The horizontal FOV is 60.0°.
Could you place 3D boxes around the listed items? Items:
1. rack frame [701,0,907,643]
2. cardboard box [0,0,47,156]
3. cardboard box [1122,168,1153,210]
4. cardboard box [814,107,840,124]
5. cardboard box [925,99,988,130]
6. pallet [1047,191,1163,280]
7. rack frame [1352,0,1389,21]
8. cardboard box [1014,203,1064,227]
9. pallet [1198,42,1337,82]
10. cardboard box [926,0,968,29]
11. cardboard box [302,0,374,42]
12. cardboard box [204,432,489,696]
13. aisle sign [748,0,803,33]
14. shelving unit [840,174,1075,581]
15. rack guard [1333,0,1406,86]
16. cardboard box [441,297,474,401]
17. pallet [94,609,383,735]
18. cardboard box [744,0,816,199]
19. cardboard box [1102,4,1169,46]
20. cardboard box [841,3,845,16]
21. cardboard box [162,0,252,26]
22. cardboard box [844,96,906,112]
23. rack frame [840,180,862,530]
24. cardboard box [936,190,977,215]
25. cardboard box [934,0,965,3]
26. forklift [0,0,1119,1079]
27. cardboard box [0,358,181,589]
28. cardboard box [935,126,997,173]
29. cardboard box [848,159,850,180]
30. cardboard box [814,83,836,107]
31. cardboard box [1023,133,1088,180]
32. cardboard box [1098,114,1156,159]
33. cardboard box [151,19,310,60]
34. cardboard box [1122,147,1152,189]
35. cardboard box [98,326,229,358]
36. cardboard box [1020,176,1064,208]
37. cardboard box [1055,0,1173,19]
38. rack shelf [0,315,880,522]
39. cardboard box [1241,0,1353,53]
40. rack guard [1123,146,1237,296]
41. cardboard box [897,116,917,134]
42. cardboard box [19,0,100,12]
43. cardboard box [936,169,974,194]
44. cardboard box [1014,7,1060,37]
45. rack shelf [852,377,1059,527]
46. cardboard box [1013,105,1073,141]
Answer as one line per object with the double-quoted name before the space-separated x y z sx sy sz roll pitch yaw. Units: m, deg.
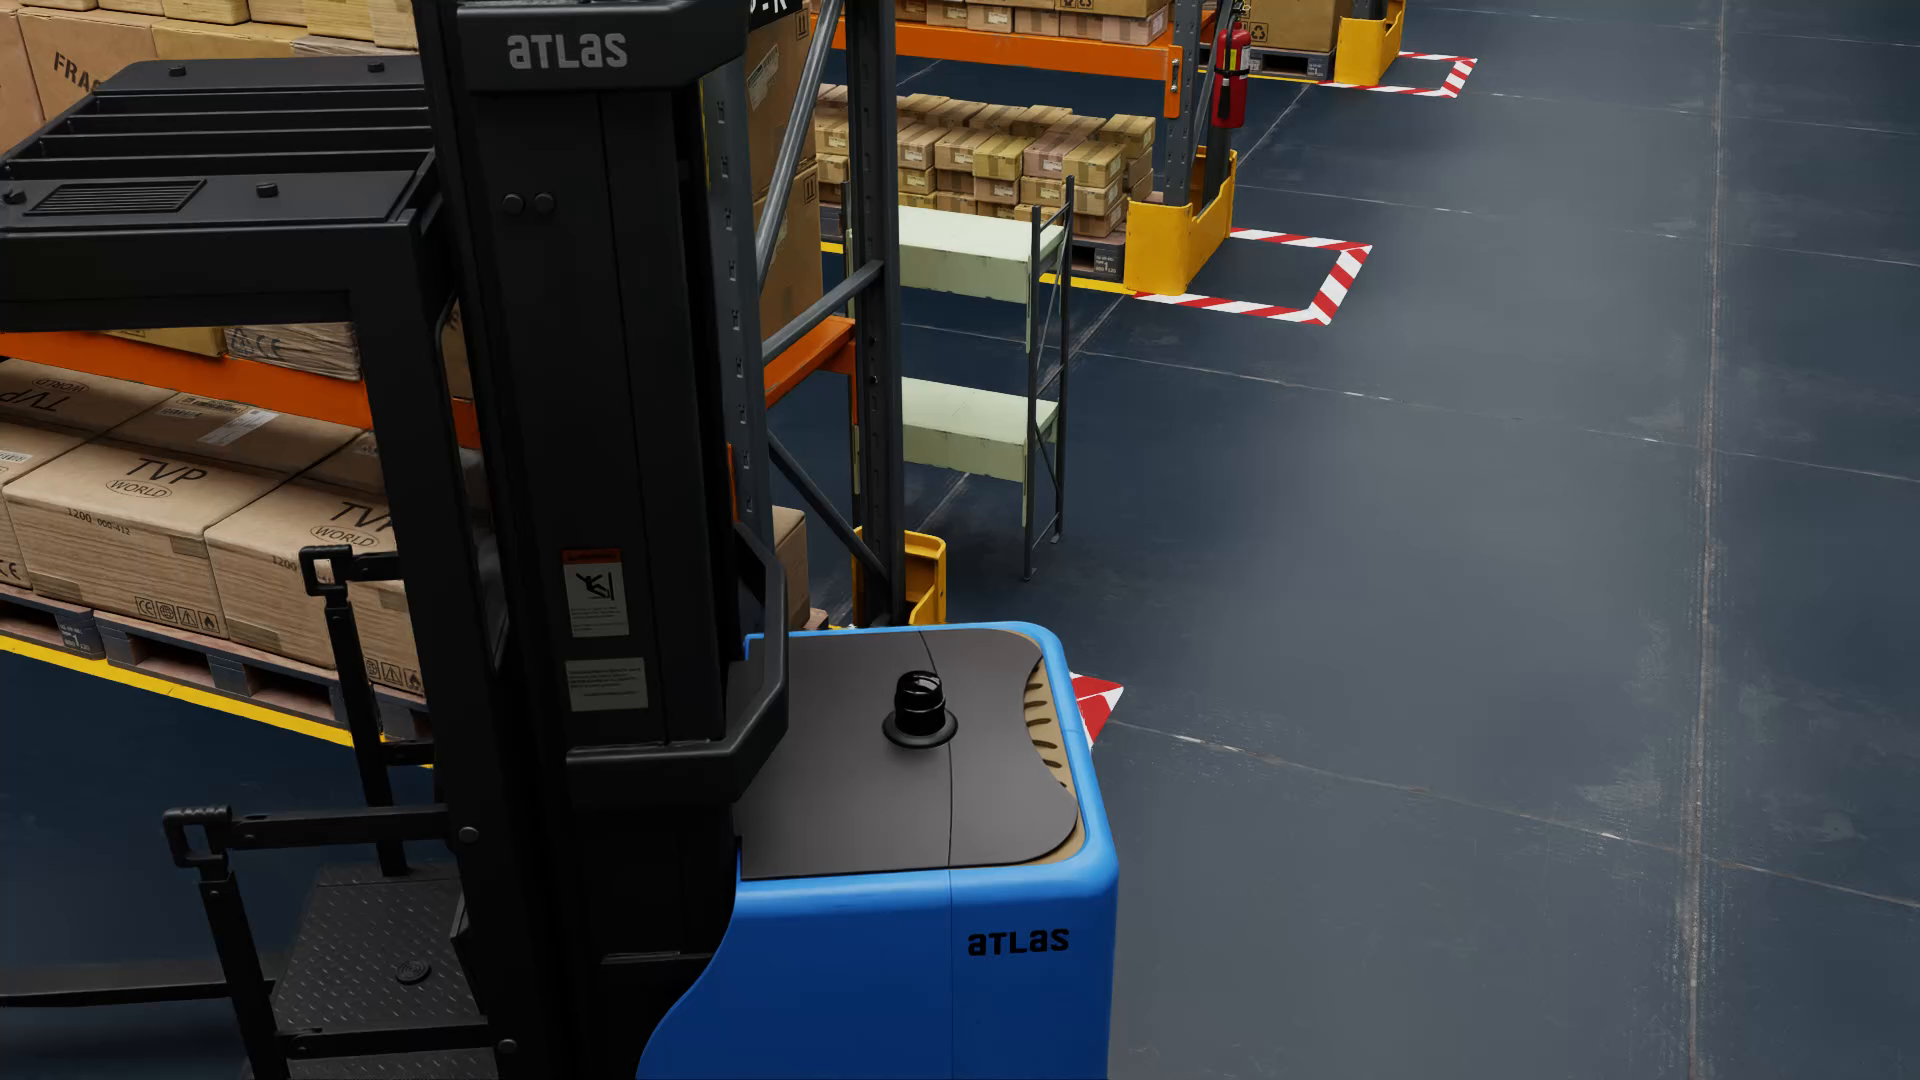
"rack frame" -0.430 -0.641 4.835 0.127 3.000 1.000 11 31 19
"cardboard box" -2.850 -1.465 5.175 0.500 0.500 0.500 12 32 20
"cardboard box" 0.972 -2.101 9.889 0.250 0.149 0.380 12 32 20
"cardboard box" -0.903 -2.462 9.923 0.250 0.149 0.380 10 31 17
"cardboard box" -0.021 -2.534 10.050 0.250 0.149 0.380 13 32 21
"pallet" 0.527 -1.883 9.867 1.213 0.211 1.003 11 31 19
"rack frame" 3.296 -5.159 12.829 0.127 3.000 1.000 11 31 19
"cardboard box" 0.495 -1.862 9.466 0.250 0.149 0.380 12 32 21
"pallet" 2.525 -4.057 13.714 1.213 0.211 1.003 11 31 19
"cardboard box" -0.004 -2.940 9.158 0.250 0.149 0.380 10 31 17
"cardboard box" -1.571 -1.488 4.557 0.250 0.149 0.380 12 32 20
"cardboard box" -1.931 0.050 5.790 0.875 0.438 0.875 12 32 20
"aisle sign" -0.480 -1.618 3.922 0.004 0.787 0.394 11 31 19
"shelving unit" -0.006 -0.654 6.383 0.755 1.500 0.431 11 31 19
"rack guard" 3.318 -4.067 13.437 0.348 0.500 1.175 11 31 19
"cardboard box" -1.436 -0.752 4.931 0.500 0.500 0.500 11 31 18
"pallet" -2.327 0.235 6.120 1.213 0.211 1.003 11 31 19
"cardboard box" -0.768 -1.338 4.951 0.500 0.500 0.500 11 31 18
"cardboard box" 0.929 -2.738 8.802 0.250 0.149 0.380 11 31 19
"cardboard box" -0.484 -3.059 9.368 0.250 0.149 0.380 12 32 20
"cardboard box" -2.041 -1.588 4.734 0.250 0.149 0.380 12 32 20
"cardboard box" -0.516 -2.606 10.178 0.250 0.149 0.380 11 31 19
"rack frame" -0.345 -0.722 6.503 0.023 1.500 0.400 11 31 19
"cardboard box" 0.048 -1.990 9.692 0.250 0.149 0.380 12 31 20
"cardboard box" -0.125 -3.242 9.034 0.500 0.500 0.500 11 31 19
"forklift" -1.202 0.156 3.495 3.031 2.935 1.130 -3 30 -4
"cardboard box" -3.595 -0.283 6.379 0.875 0.438 0.875 11 31 18
"cardboard box" 0.036 -2.239 9.529 0.250 0.149 0.380 10 31 17
"cardboard box" -0.457 -2.196 9.755 0.250 0.149 0.380 13 32 22
"cardboard box" -0.960 -2.746 10.426 0.250 0.149 0.380 10 31 17
"cardboard box" 0.540 -2.172 9.410 0.250 0.149 0.380 12 32 20
"cardboard box" 0.979 -2.369 9.759 0.250 0.149 0.380 10 31 17
"cardboard box" -1.919 -1.276 4.842 0.500 0.500 0.500 11 31 19
"cardboard box" 0.948 -2.202 9.765 0.250 0.149 0.380 13 32 21
"cardboard box" -2.400 -0.933 5.250 0.500 0.500 0.500 12 32 21
"cardboard box" 0.519 -2.028 9.458 0.250 0.149 0.380 11 31 18
"cardboard box" 0.824 -3.055 8.703 0.500 0.500 0.500 12 32 20
"rack shelf" -2.284 -0.697 5.667 4.000 0.370 1.077 11 31 19
"cardboard box" 2.673 -4.499 13.394 0.875 0.875 0.875 11 31 19
"rack guard" 1.267 -1.842 9.501 0.348 0.500 1.175 11 31 19
"cardboard box" -0.436 -2.363 9.747 0.250 0.149 0.380 10 31 17
"cardboard box" -2.538 -1.675 4.888 0.250 0.149 0.380 11 31 19
"cardboard box" 0.048 -2.147 9.668 0.250 0.149 0.380 11 31 19
"cardboard box" 0.474 -2.841 8.983 0.250 0.149 0.380 11 31 19
"rack shelf" -0.006 -0.370 6.544 0.720 0.370 0.431 11 31 19
"cardboard box" 0.493 -2.470 9.938 0.250 0.149 0.380 11 31 19
